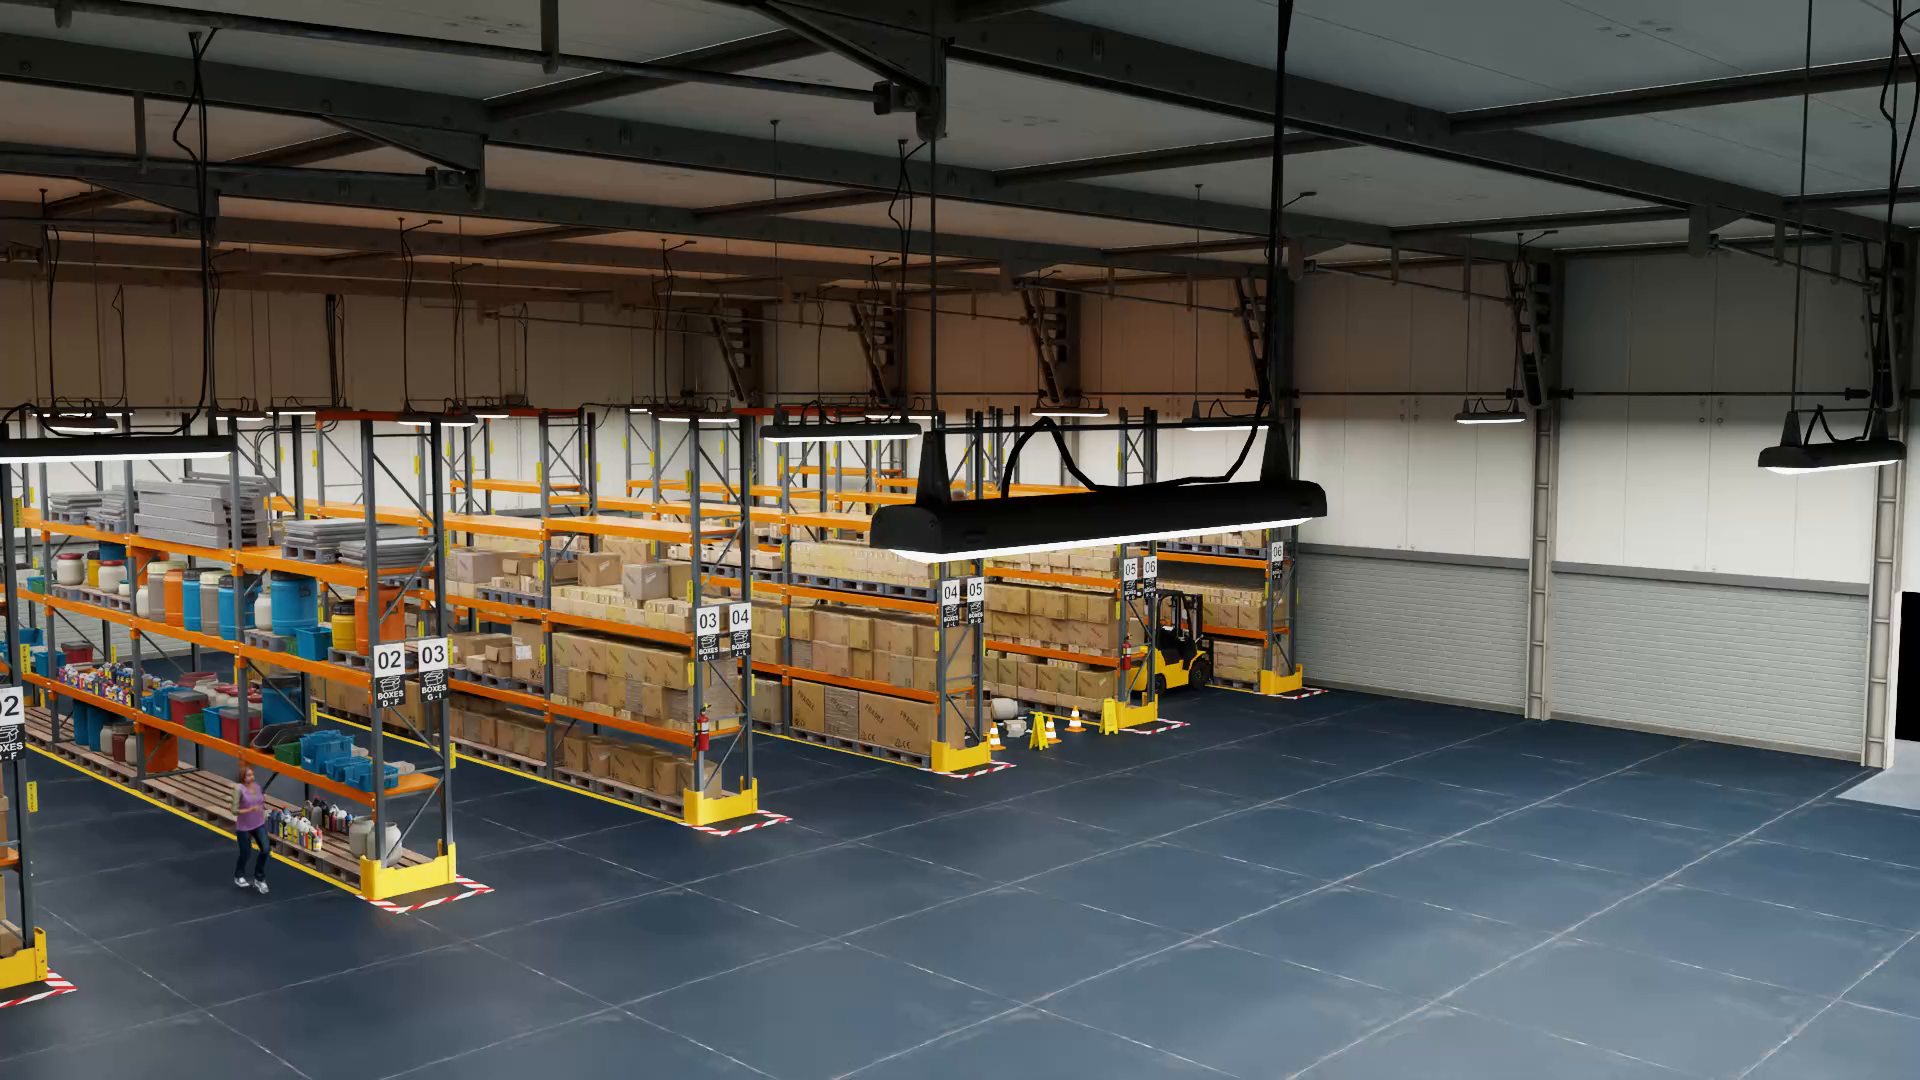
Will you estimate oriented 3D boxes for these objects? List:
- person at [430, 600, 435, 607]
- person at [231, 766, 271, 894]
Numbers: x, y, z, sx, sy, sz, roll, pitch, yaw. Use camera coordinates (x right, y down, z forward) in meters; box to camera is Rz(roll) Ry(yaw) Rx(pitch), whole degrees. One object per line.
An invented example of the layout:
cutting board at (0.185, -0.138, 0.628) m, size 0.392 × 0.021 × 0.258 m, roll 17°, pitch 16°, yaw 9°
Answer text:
person at (-12.622, 1.981, 39.542) m, size 0.763 × 1.743 × 0.743 m, roll 2°, pitch 6°, yaw 24°
person at (-8.973, 3.670, 21.040) m, size 0.666 × 1.639 × 0.514 m, roll 4°, pitch 6°, yaw 37°
